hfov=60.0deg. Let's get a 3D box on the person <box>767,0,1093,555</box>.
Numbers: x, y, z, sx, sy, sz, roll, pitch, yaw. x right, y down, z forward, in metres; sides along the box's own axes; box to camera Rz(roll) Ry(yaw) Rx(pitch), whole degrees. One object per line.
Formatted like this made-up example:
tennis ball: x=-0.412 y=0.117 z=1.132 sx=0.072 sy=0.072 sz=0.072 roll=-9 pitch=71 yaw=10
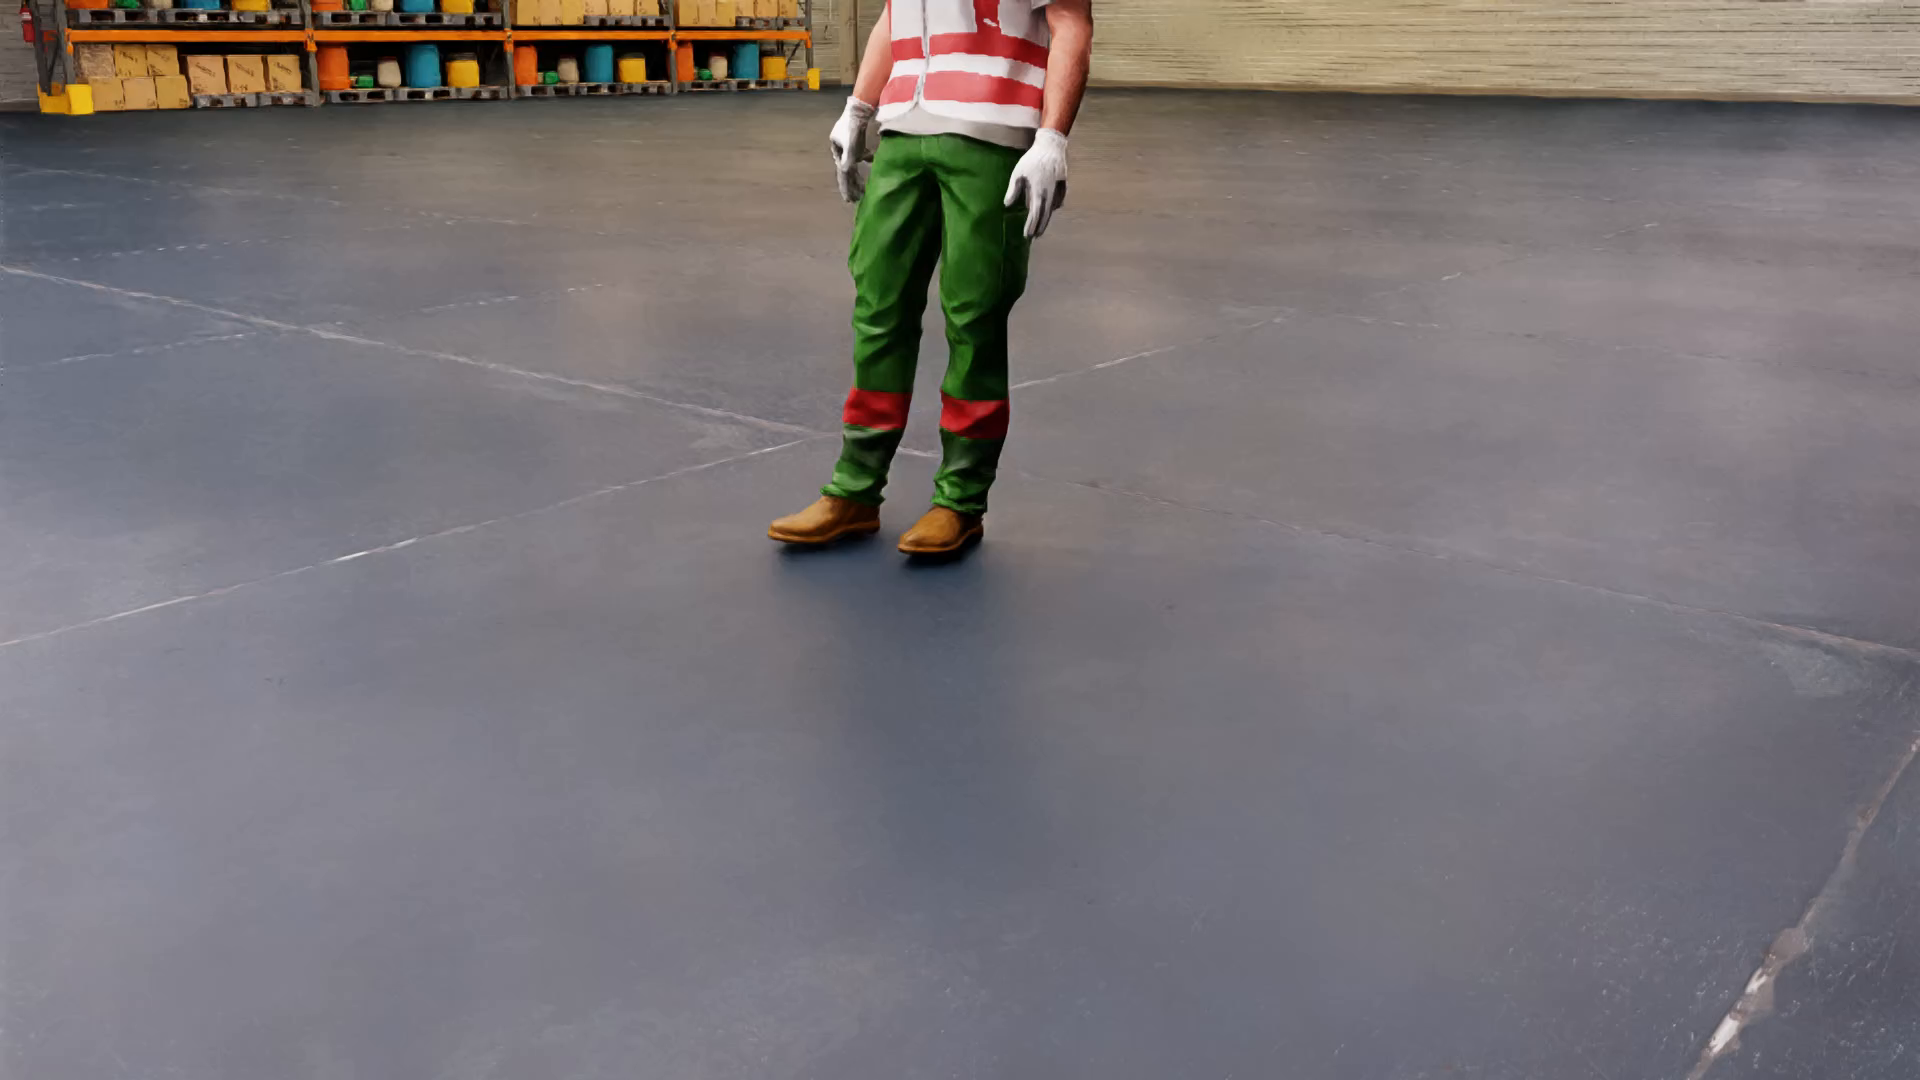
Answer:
person: x=-0.060 y=-0.847 z=3.627 sx=0.637 sy=1.787 sz=0.563 roll=13 pitch=21 yaw=37
